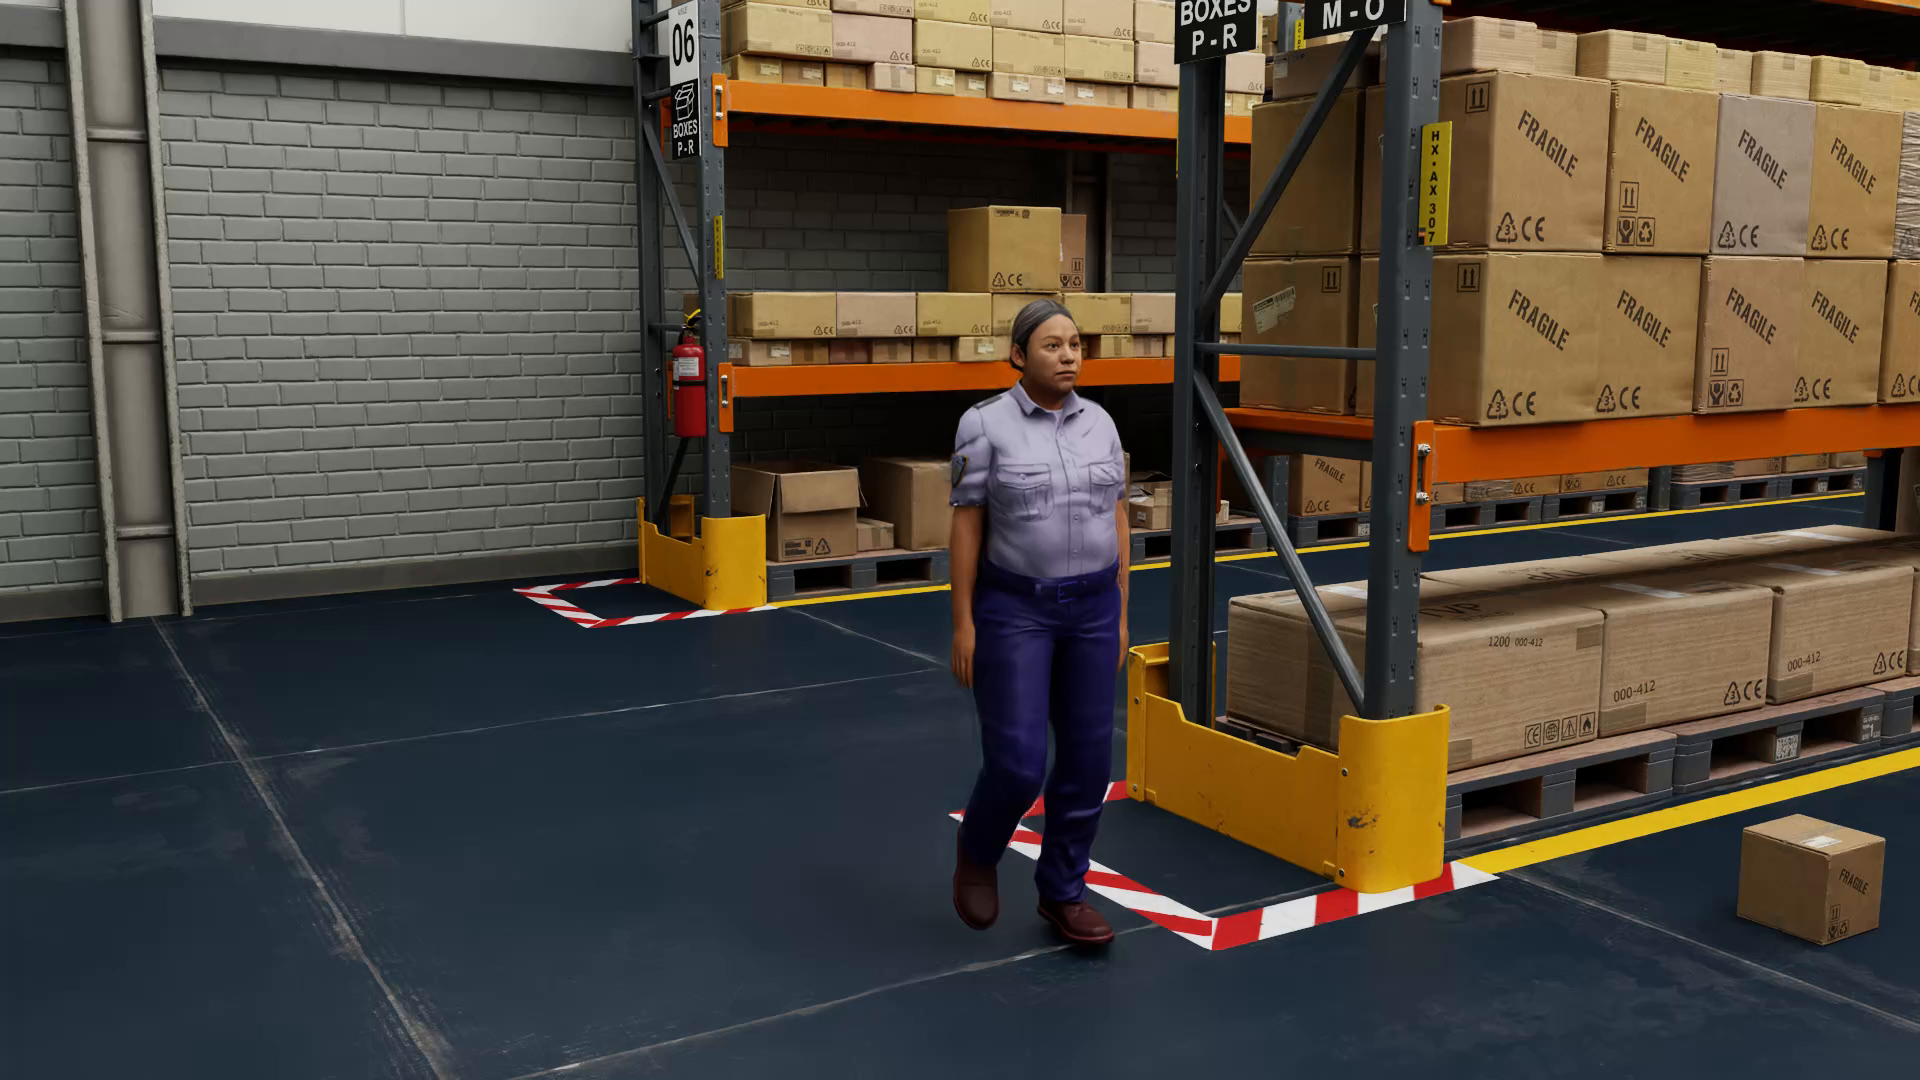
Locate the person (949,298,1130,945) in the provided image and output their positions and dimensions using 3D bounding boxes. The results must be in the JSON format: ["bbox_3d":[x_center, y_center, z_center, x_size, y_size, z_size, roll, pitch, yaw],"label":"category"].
[{"bbox_3d":[0.216,0.214,4.227,0.507,1.639,0.467,-4,9,-25],"label":"person"}]
